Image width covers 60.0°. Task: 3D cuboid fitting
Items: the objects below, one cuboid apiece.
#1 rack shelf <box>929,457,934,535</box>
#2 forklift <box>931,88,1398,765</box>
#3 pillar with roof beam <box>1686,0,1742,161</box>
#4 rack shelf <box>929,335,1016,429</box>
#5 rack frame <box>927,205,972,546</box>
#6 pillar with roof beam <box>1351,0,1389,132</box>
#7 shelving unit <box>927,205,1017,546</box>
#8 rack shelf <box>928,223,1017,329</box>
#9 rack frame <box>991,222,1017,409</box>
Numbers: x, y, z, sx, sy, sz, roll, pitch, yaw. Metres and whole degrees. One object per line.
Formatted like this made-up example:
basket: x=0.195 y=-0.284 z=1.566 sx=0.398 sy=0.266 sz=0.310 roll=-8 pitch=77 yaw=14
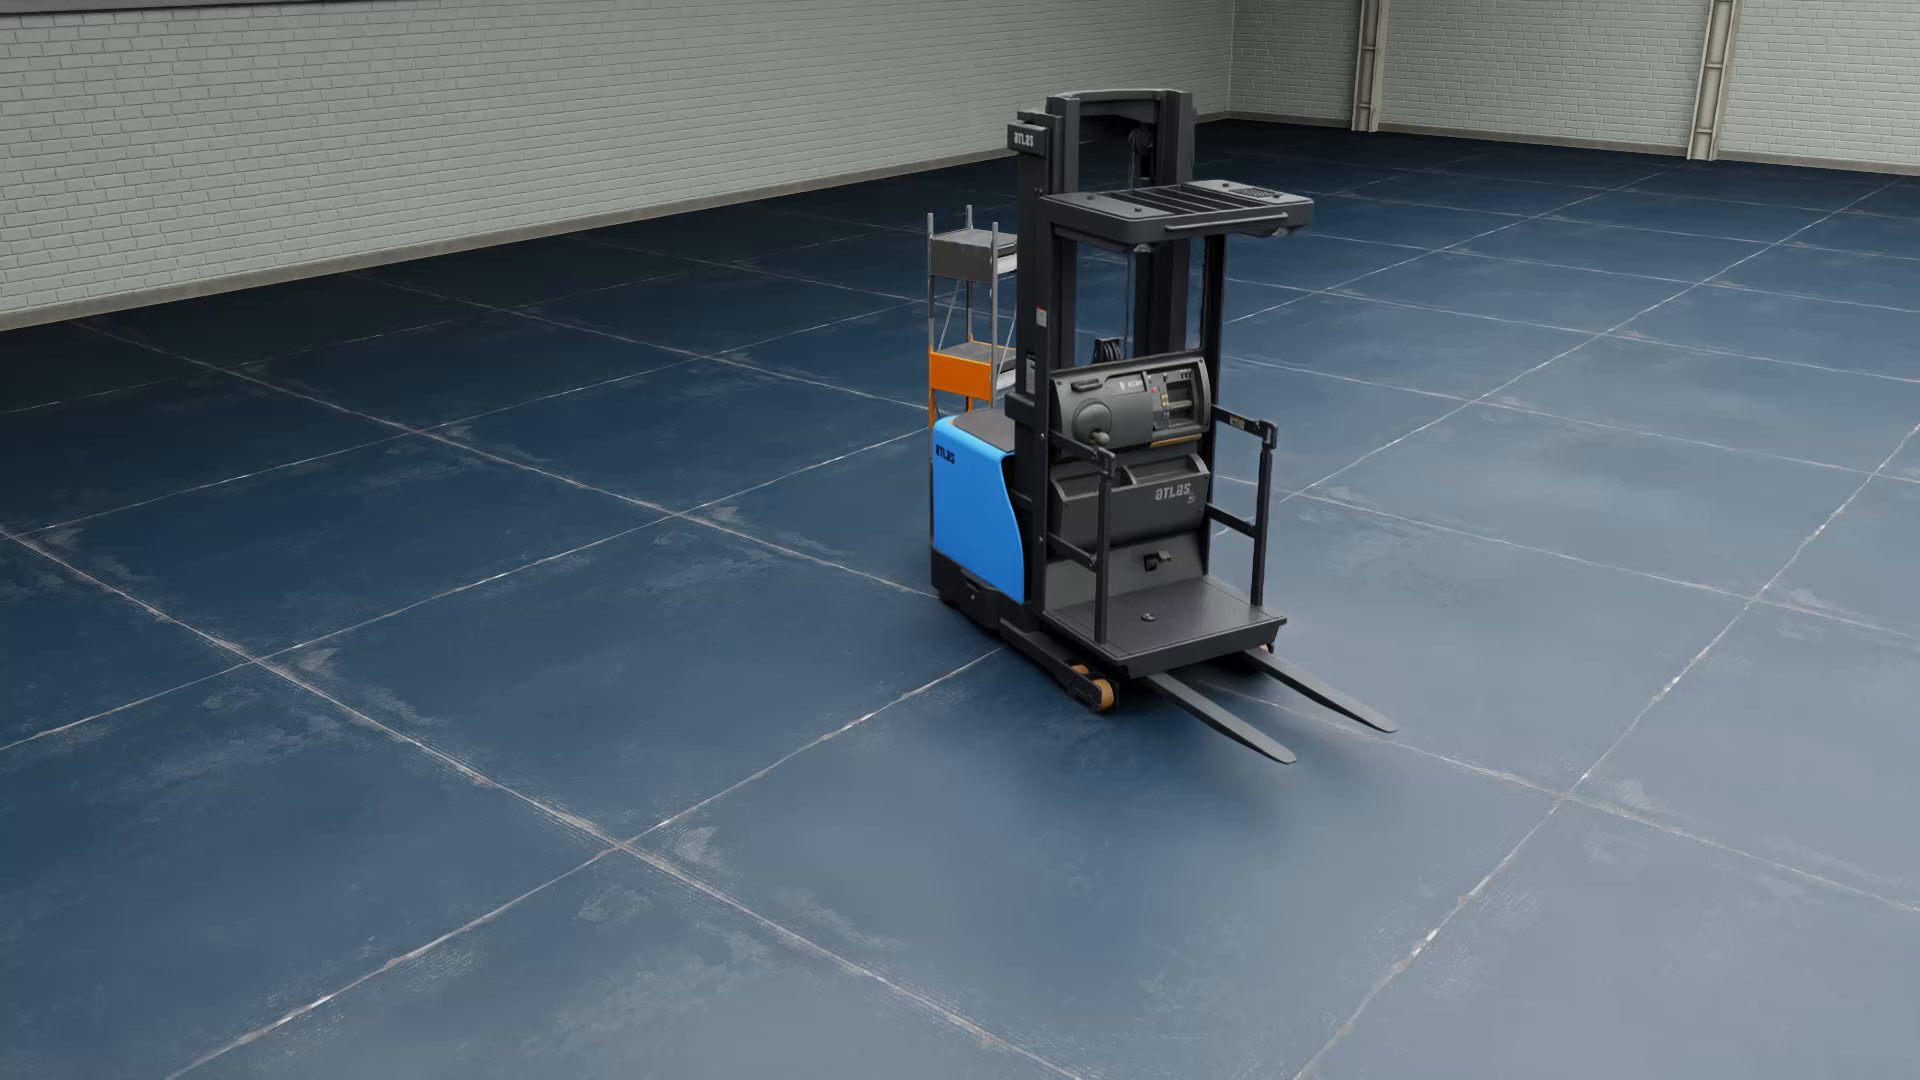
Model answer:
rack shelf: x=0.128 y=-0.278 z=10.452 sx=0.480 sy=0.518 sz=0.431 roll=16 pitch=26 yaw=36
forklift: x=0.996 y=-0.690 z=8.344 sx=1.130 sy=2.935 sz=3.031 roll=-11 pitch=23 yaw=-28
pillar with roof beam: x=9.410 y=-9.267 z=22.490 sx=0.400 sy=9.000 sz=9.100 roll=16 pitch=26 yaw=36
rack shelf: x=0.128 y=-0.933 z=10.205 sx=0.480 sy=0.518 sz=0.431 roll=16 pitch=26 yaw=36
rack frame: x=-0.061 y=-1.000 z=10.344 sx=0.015 sy=2.100 sz=0.400 roll=16 pitch=26 yaw=36
pillar with roof beam: x=4.761 y=-10.606 z=26.040 sx=0.400 sy=9.000 sz=9.100 roll=16 pitch=26 yaw=36
shelving unit: x=0.128 y=-0.946 z=10.200 sx=0.503 sy=2.100 sz=0.431 roll=16 pitch=26 yaw=36
rack shelf: x=0.128 y=-1.588 z=9.958 sx=0.480 sy=0.518 sz=0.431 roll=16 pitch=26 yaw=36
rack frame: x=0.317 y=-0.891 z=10.055 sx=0.015 sy=2.100 sz=0.400 roll=16 pitch=26 yaw=36
